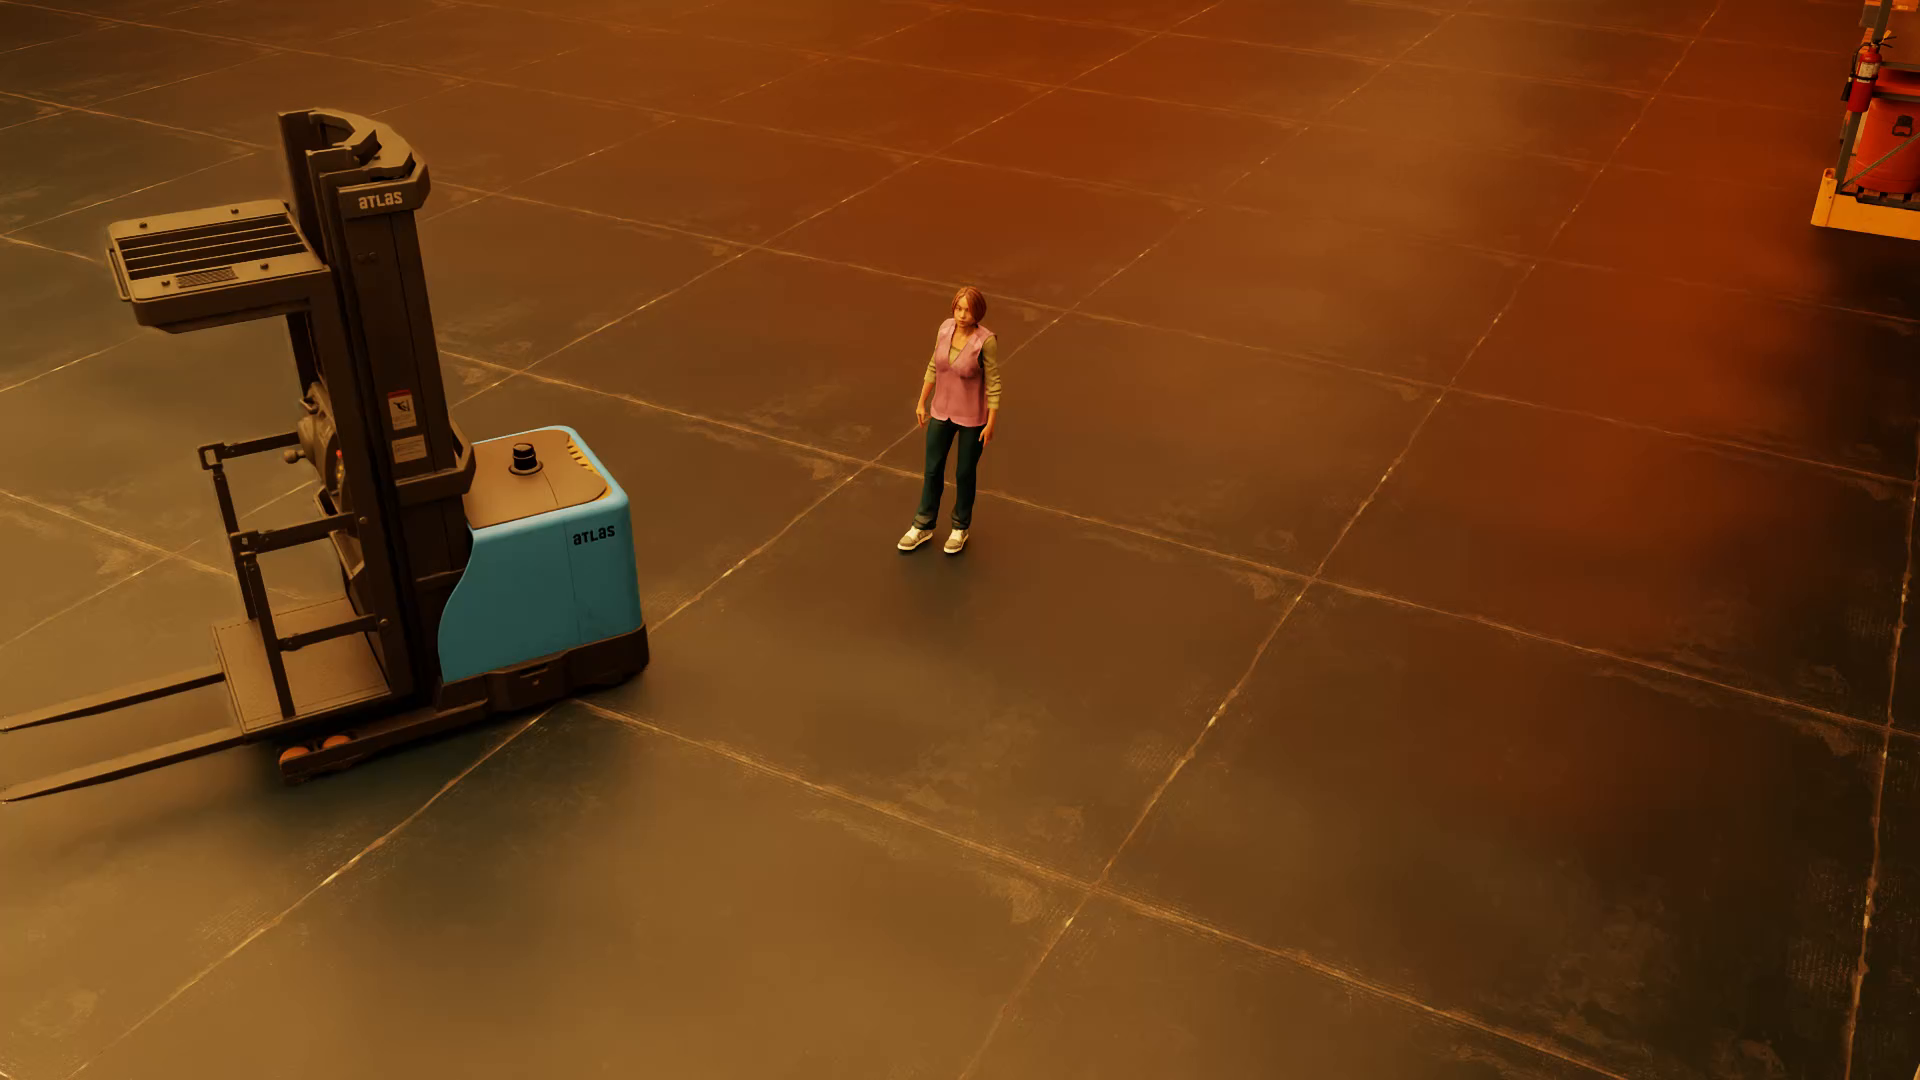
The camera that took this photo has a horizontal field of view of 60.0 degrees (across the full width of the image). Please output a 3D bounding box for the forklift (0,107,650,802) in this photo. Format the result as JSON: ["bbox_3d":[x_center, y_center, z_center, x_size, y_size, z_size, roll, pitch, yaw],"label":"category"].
[{"bbox_3d":[-3.175,-0.409,7.779,3.031,2.935,1.130,-16,33,-25],"label":"forklift"}]

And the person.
[{"bbox_3d":[-0.048,-0.668,9.549,0.521,1.599,0.473,15,33,25],"label":"person"}]
